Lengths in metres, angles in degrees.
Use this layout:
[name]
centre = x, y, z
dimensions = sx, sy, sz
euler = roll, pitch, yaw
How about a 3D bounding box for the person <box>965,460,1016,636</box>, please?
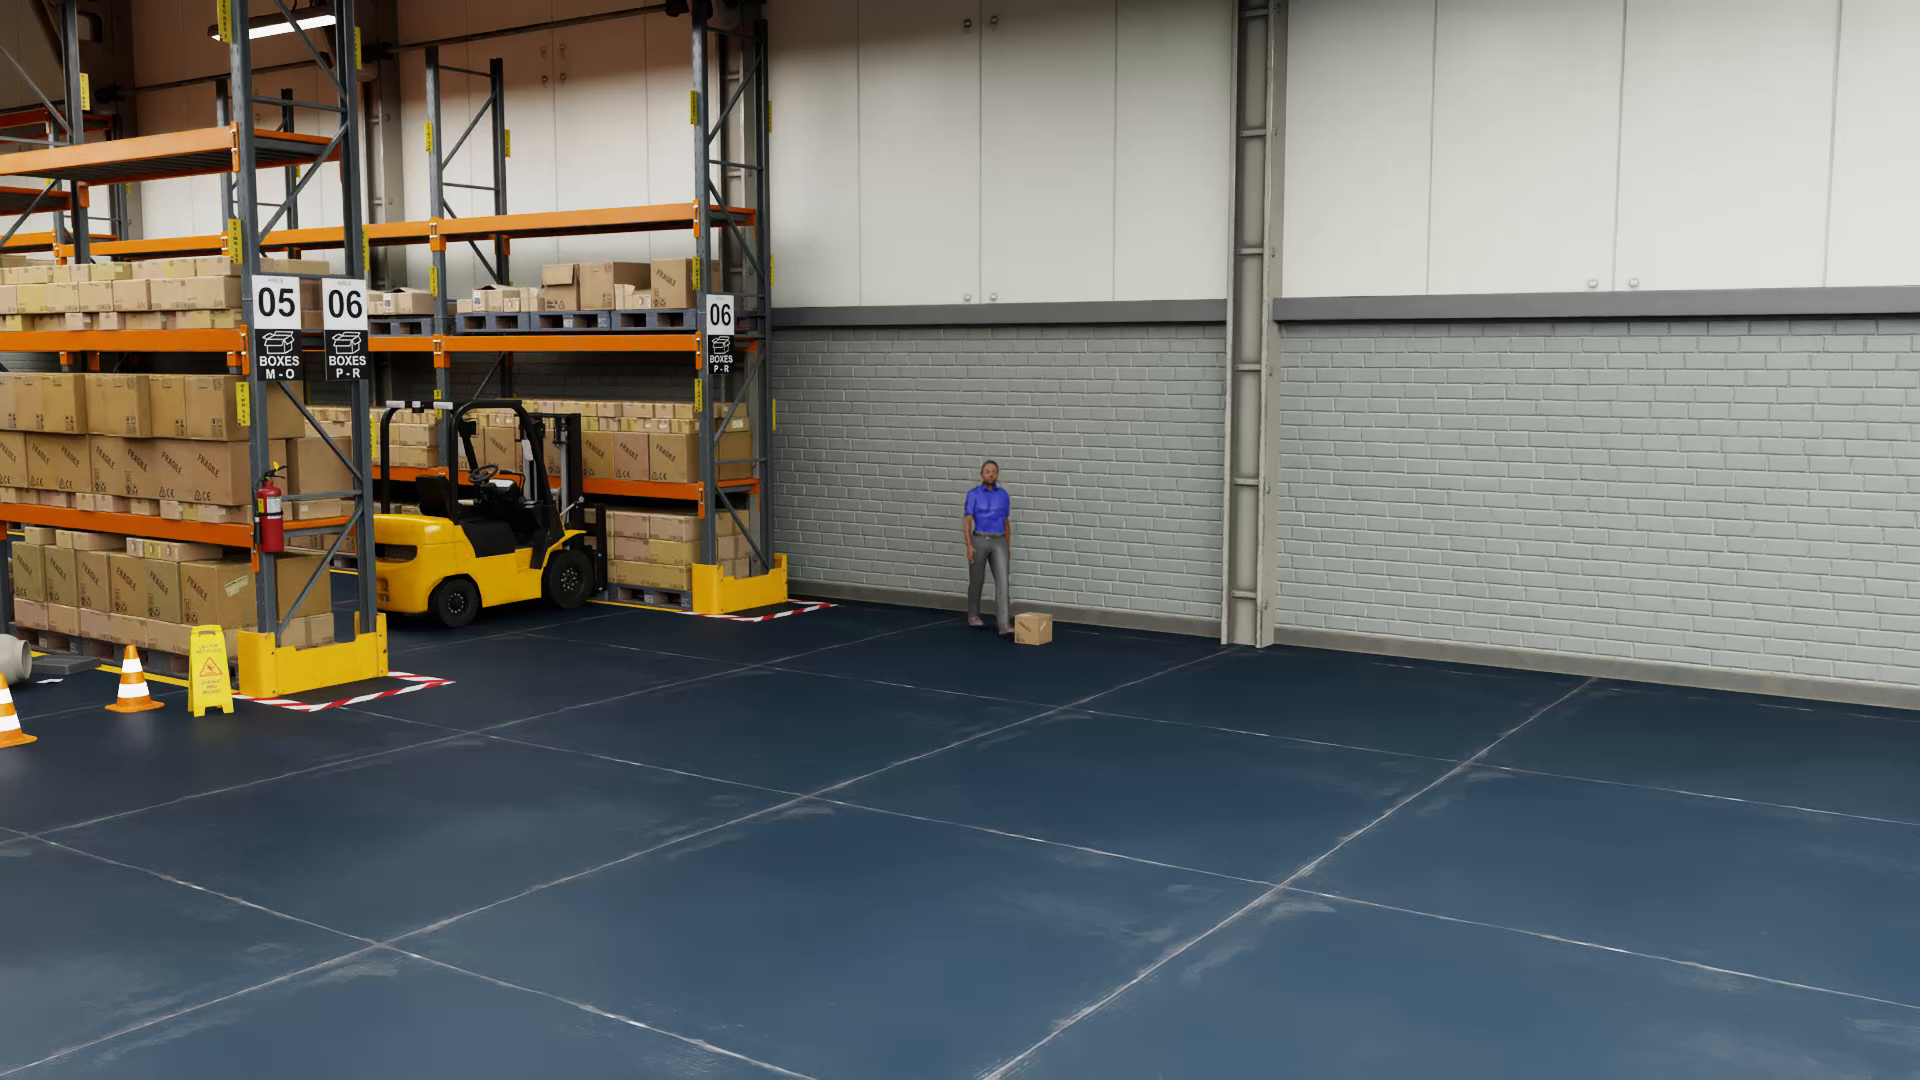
[person]
centre = 0.276, 0.070, 15.450
dimensions = 0.477, 1.612, 0.955
euler = -1, 7, -10
